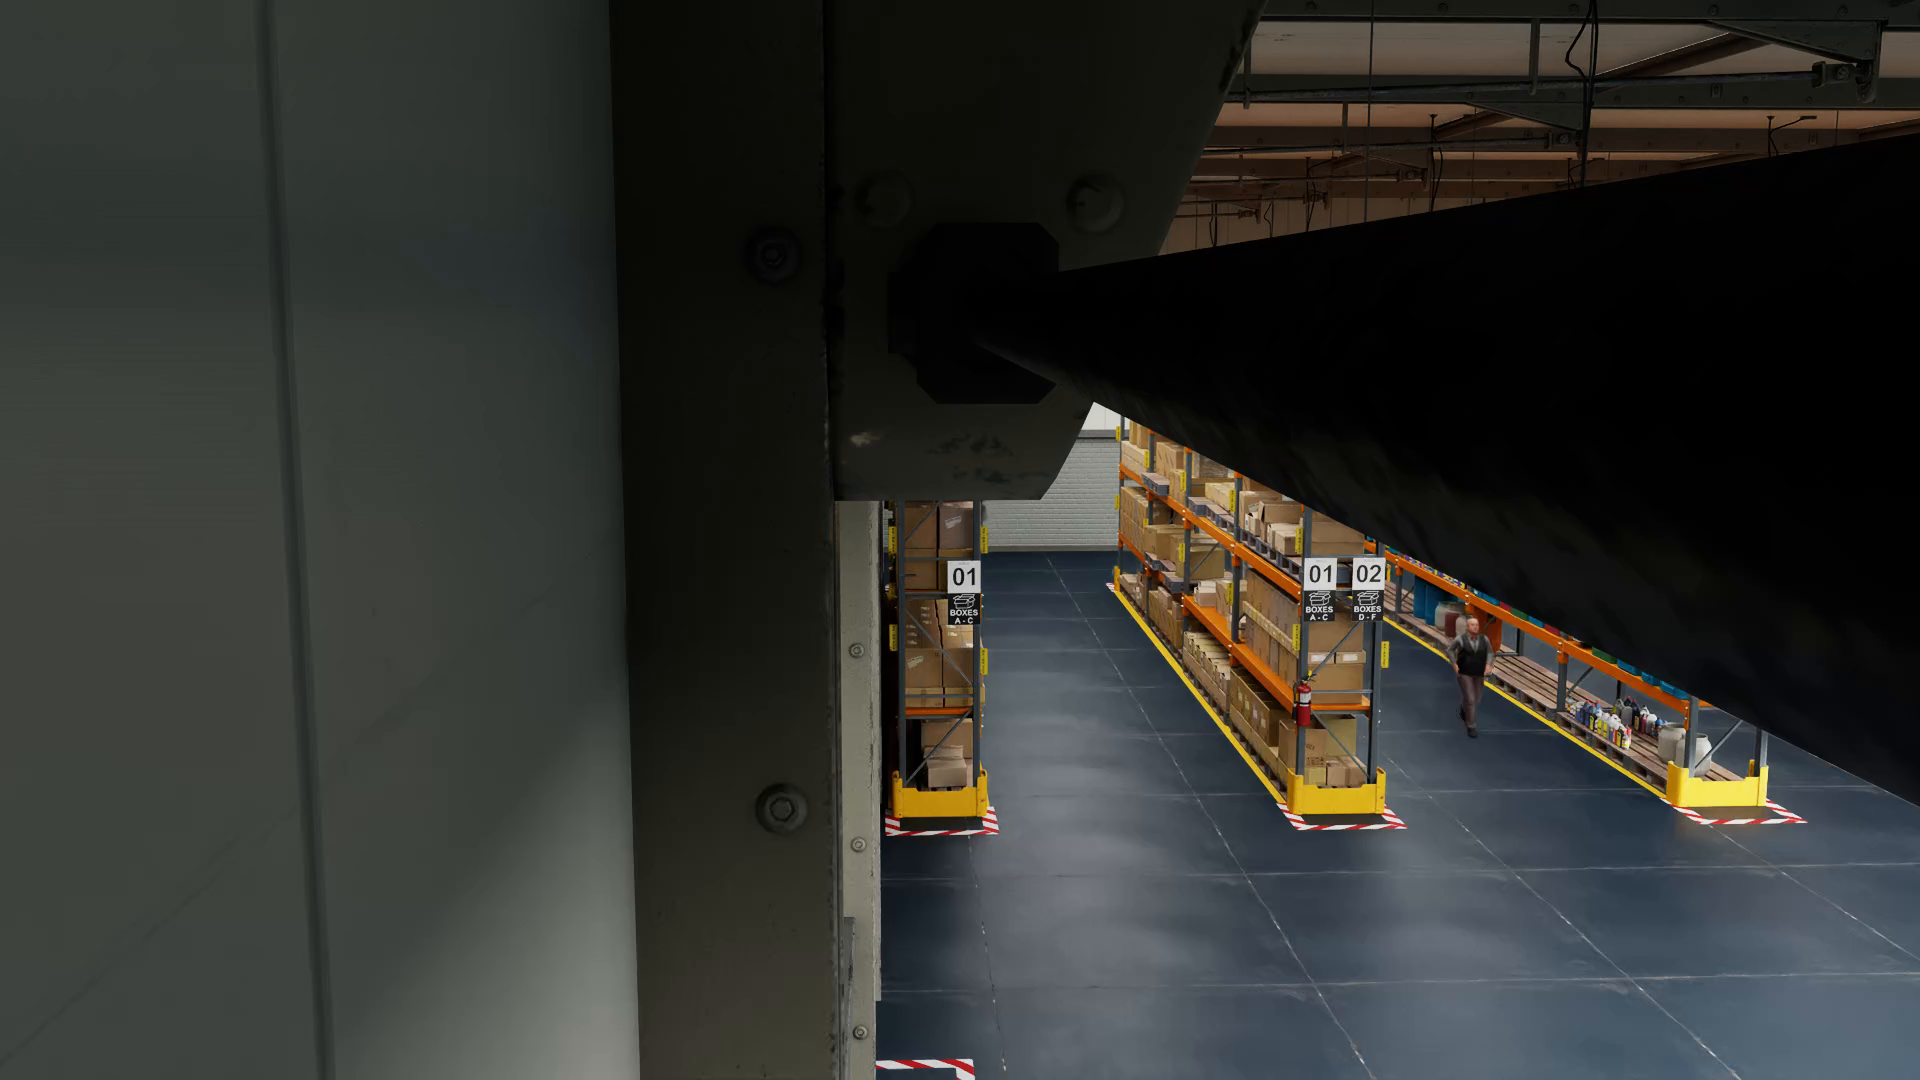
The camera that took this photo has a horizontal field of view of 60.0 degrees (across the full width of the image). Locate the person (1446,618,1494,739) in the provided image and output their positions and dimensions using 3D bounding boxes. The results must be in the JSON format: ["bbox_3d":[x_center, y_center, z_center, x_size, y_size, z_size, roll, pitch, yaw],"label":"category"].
[{"bbox_3d":[7.507,1.987,24.477,0.673,1.720,0.849,-1,8,-4],"label":"person"}]

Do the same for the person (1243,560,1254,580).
[{"bbox_3d":[6.016,0.461,34.845,0.628,1.843,0.781,-1,8,-7],"label":"person"}]
